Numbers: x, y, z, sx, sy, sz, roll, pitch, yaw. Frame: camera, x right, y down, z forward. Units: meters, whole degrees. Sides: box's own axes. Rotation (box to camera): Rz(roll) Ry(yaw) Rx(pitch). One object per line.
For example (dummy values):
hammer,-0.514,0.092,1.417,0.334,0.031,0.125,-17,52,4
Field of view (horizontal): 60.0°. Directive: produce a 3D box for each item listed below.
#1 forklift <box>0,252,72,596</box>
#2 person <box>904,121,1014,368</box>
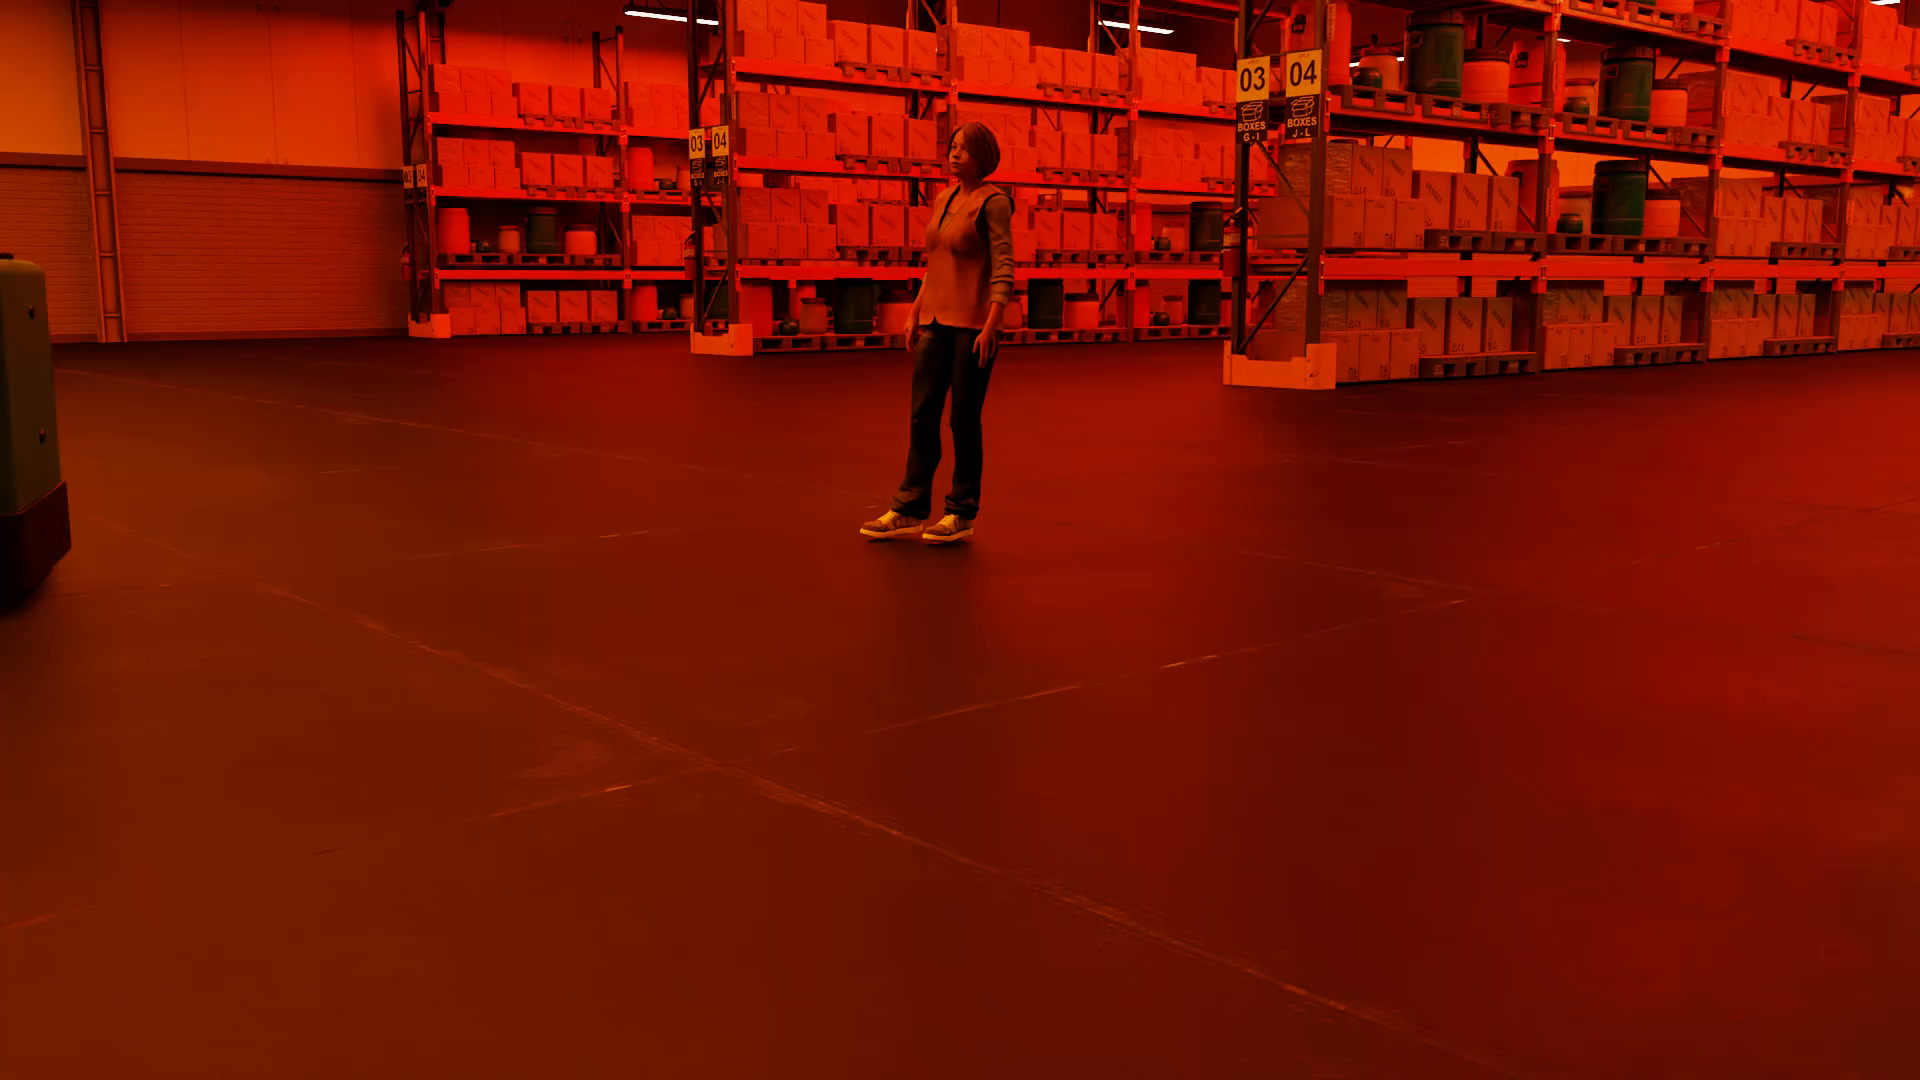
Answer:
forklift,-4.413,-1.206,4.751,3.031,2.935,1.130,-3,9,-20
person,0.015,-1.130,6.385,0.256,0.914,0.502,-8,12,-40
